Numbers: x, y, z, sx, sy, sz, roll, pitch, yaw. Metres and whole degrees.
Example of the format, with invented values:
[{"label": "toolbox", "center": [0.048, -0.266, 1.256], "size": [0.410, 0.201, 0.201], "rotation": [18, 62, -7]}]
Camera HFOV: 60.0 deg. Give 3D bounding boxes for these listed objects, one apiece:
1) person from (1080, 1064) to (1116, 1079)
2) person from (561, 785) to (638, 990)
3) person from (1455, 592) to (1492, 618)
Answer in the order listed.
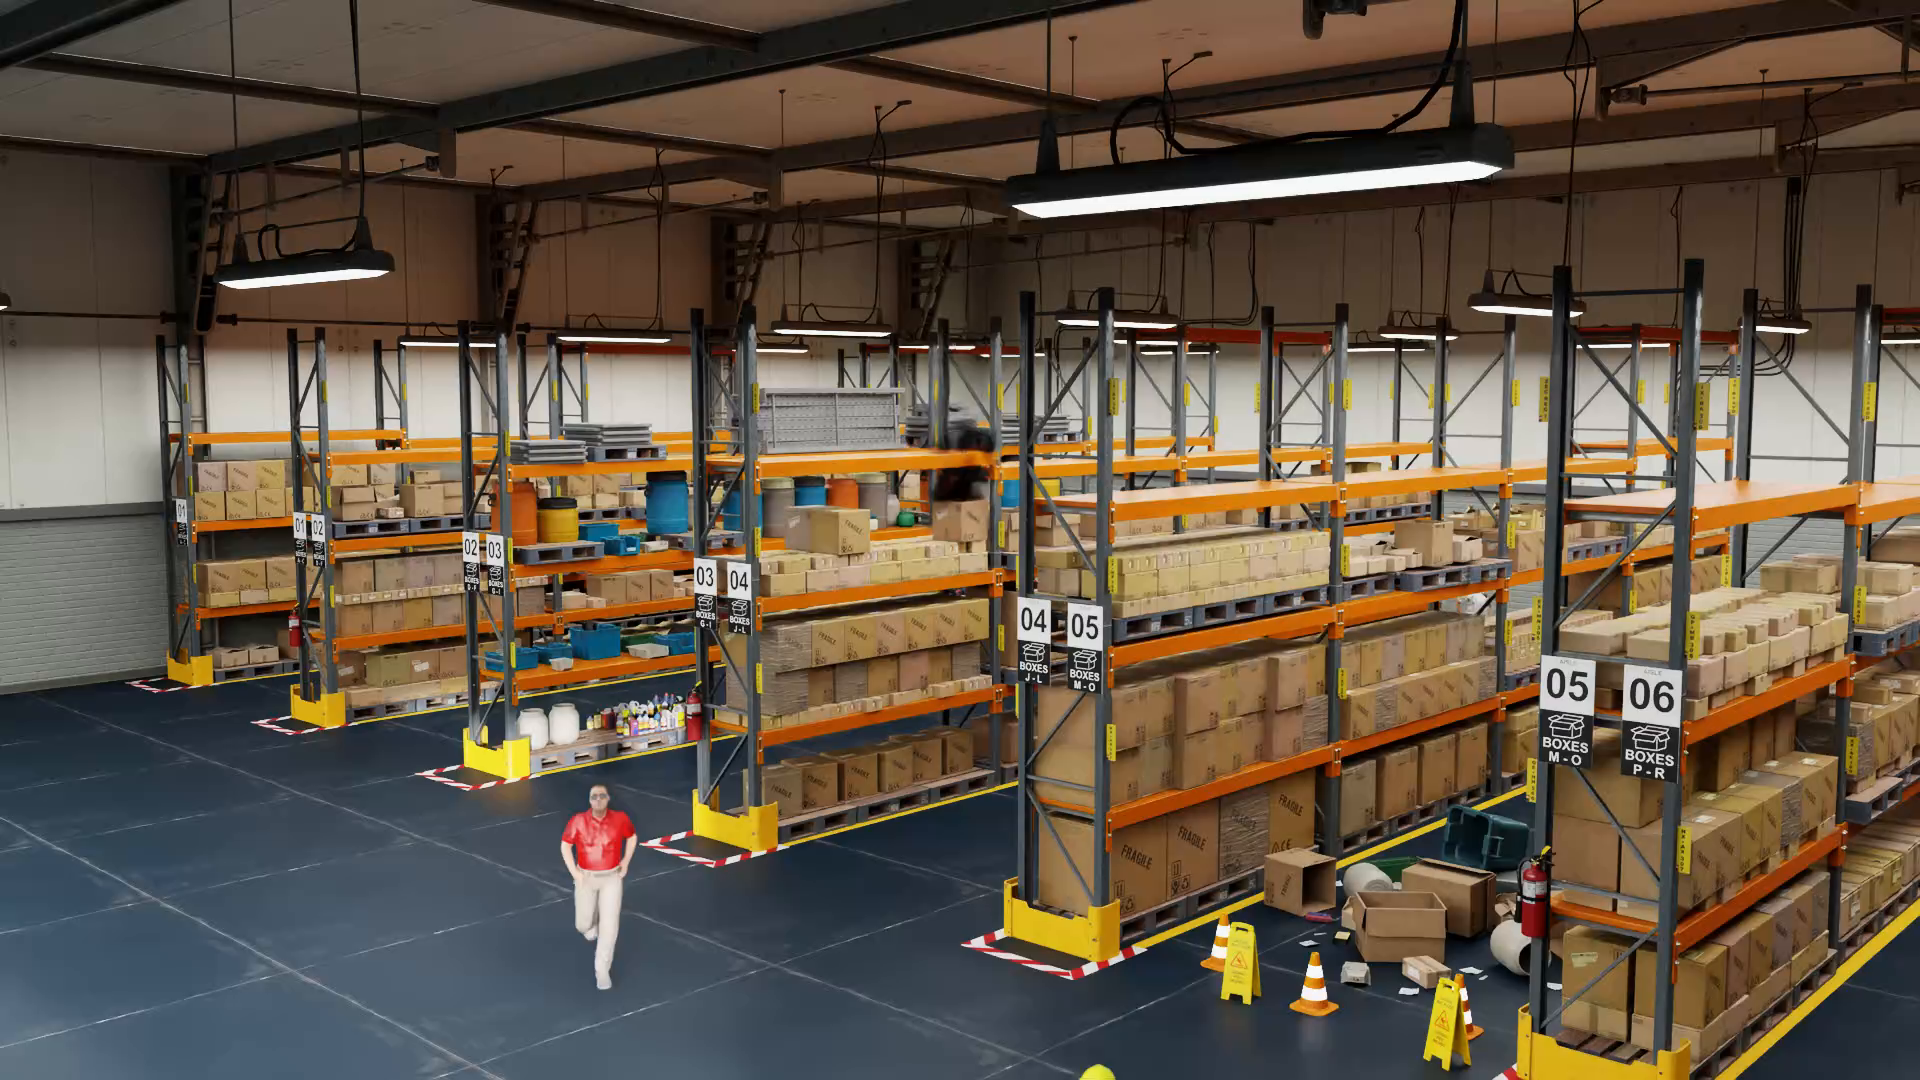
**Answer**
[{"label": "person", "center": [0.684, 3.505, 8.297], "size": [0.720, 1.834, 0.787], "rotation": [1, 5, 6]}, {"label": "person", "center": [-3.162, 2.981, 14.586], "size": [0.651, 1.708, 0.939], "rotation": [-1, 5, -8]}, {"label": "person", "center": [9.426, 1.489, 30.394], "size": [0.703, 1.666, 0.855], "rotation": [-2, 6, -21]}]
